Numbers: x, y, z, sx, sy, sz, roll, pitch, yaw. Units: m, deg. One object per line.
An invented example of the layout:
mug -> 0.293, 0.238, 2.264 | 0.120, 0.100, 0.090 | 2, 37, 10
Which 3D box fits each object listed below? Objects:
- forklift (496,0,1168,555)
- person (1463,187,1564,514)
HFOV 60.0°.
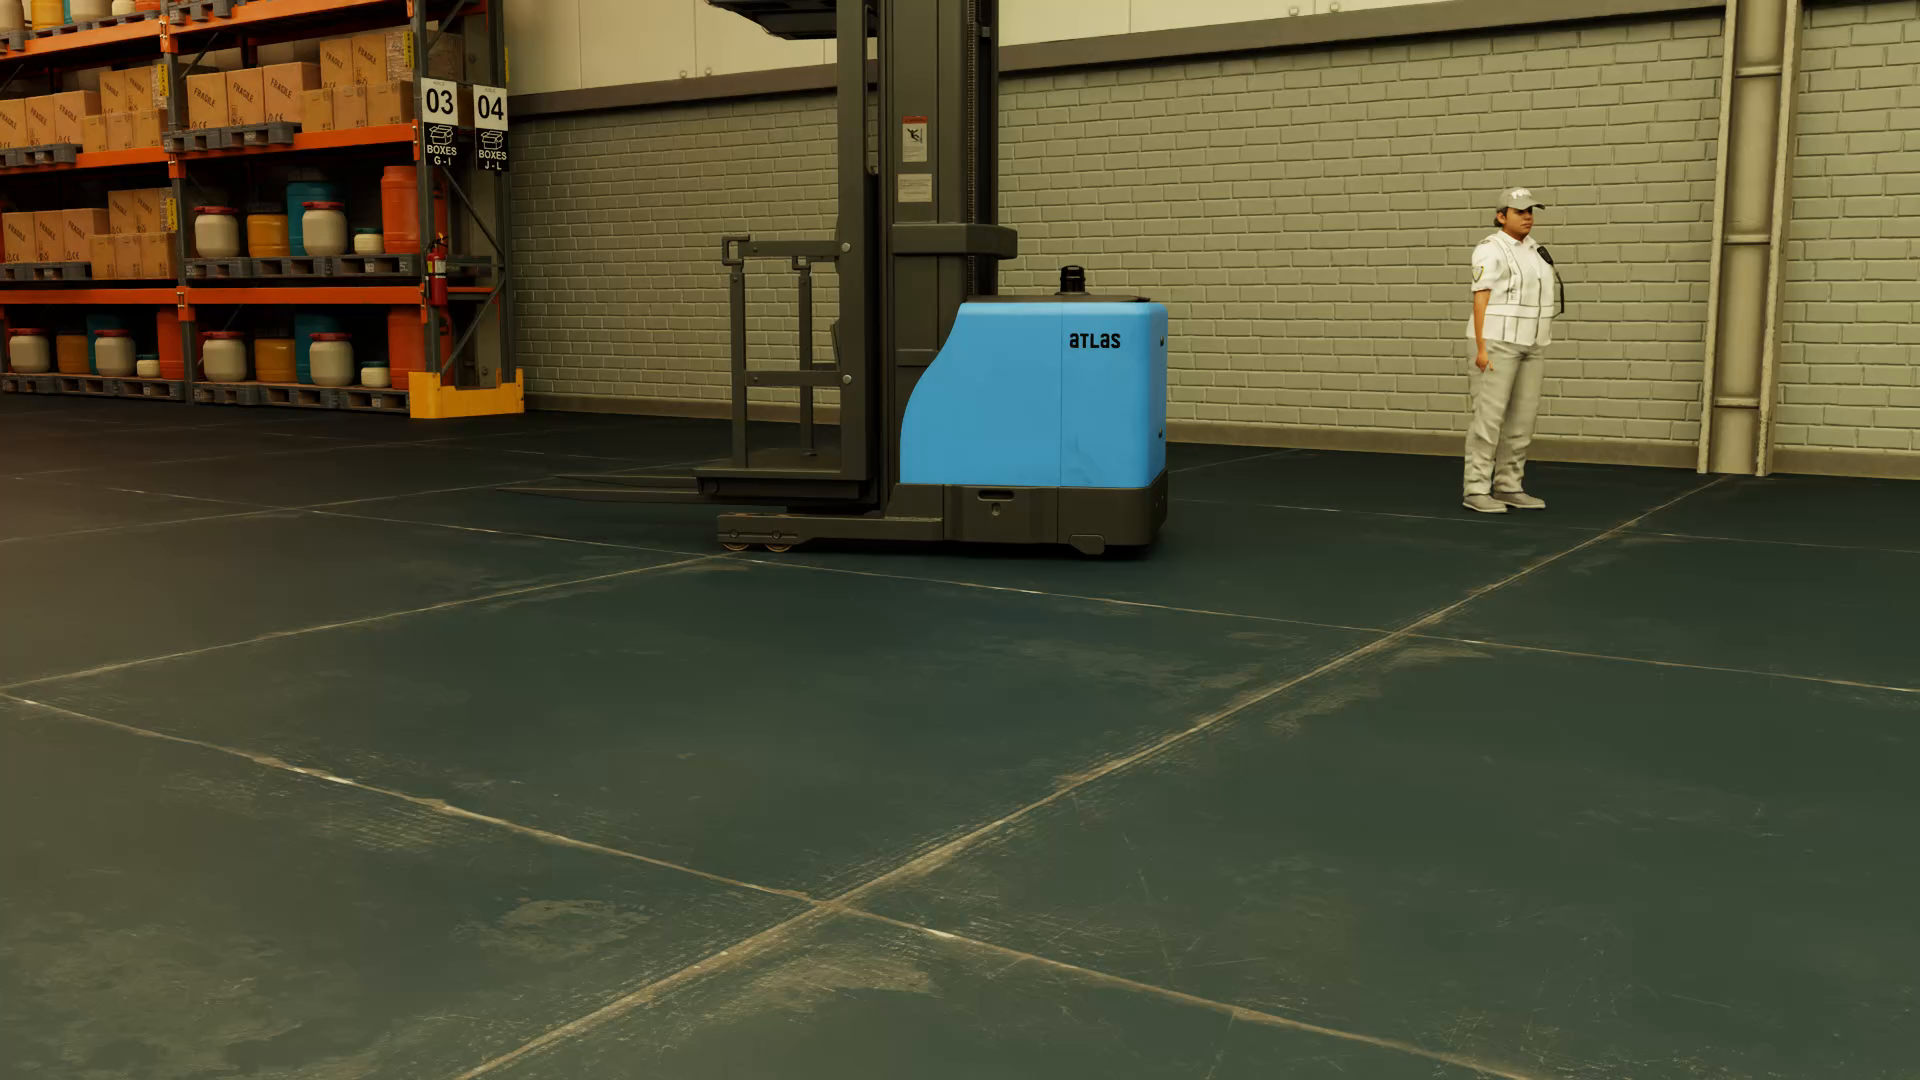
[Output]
forklift -> -0.596, -1.469, 7.520 | 3.031, 2.935, 1.130 | 2, 8, 12
person -> 2.860, -0.988, 8.659 | 0.481, 1.669, 0.390 | -5, 10, -32
